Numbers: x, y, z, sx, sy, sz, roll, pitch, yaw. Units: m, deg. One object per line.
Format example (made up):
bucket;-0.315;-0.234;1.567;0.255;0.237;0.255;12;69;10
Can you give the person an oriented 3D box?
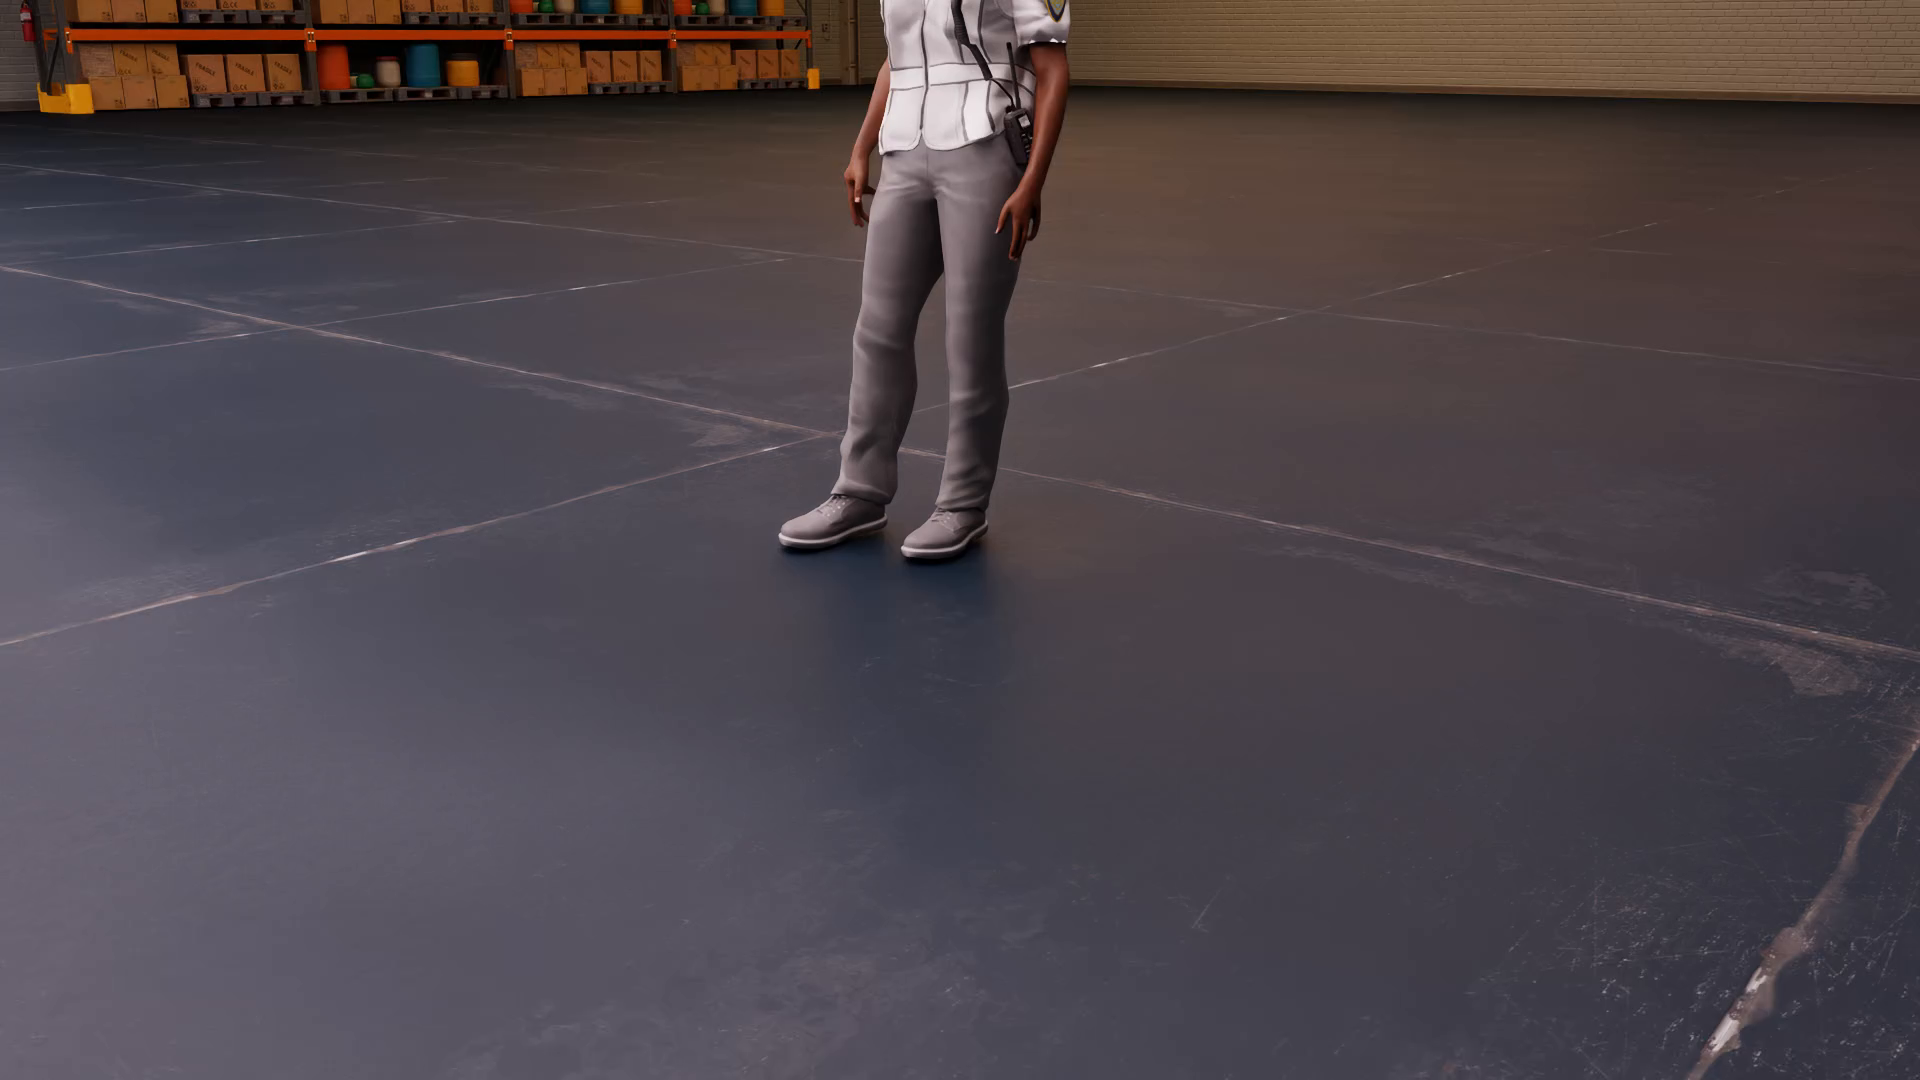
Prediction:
person;-0.063;-0.805;3.651;0.569;1.694;0.530;13;21;37
